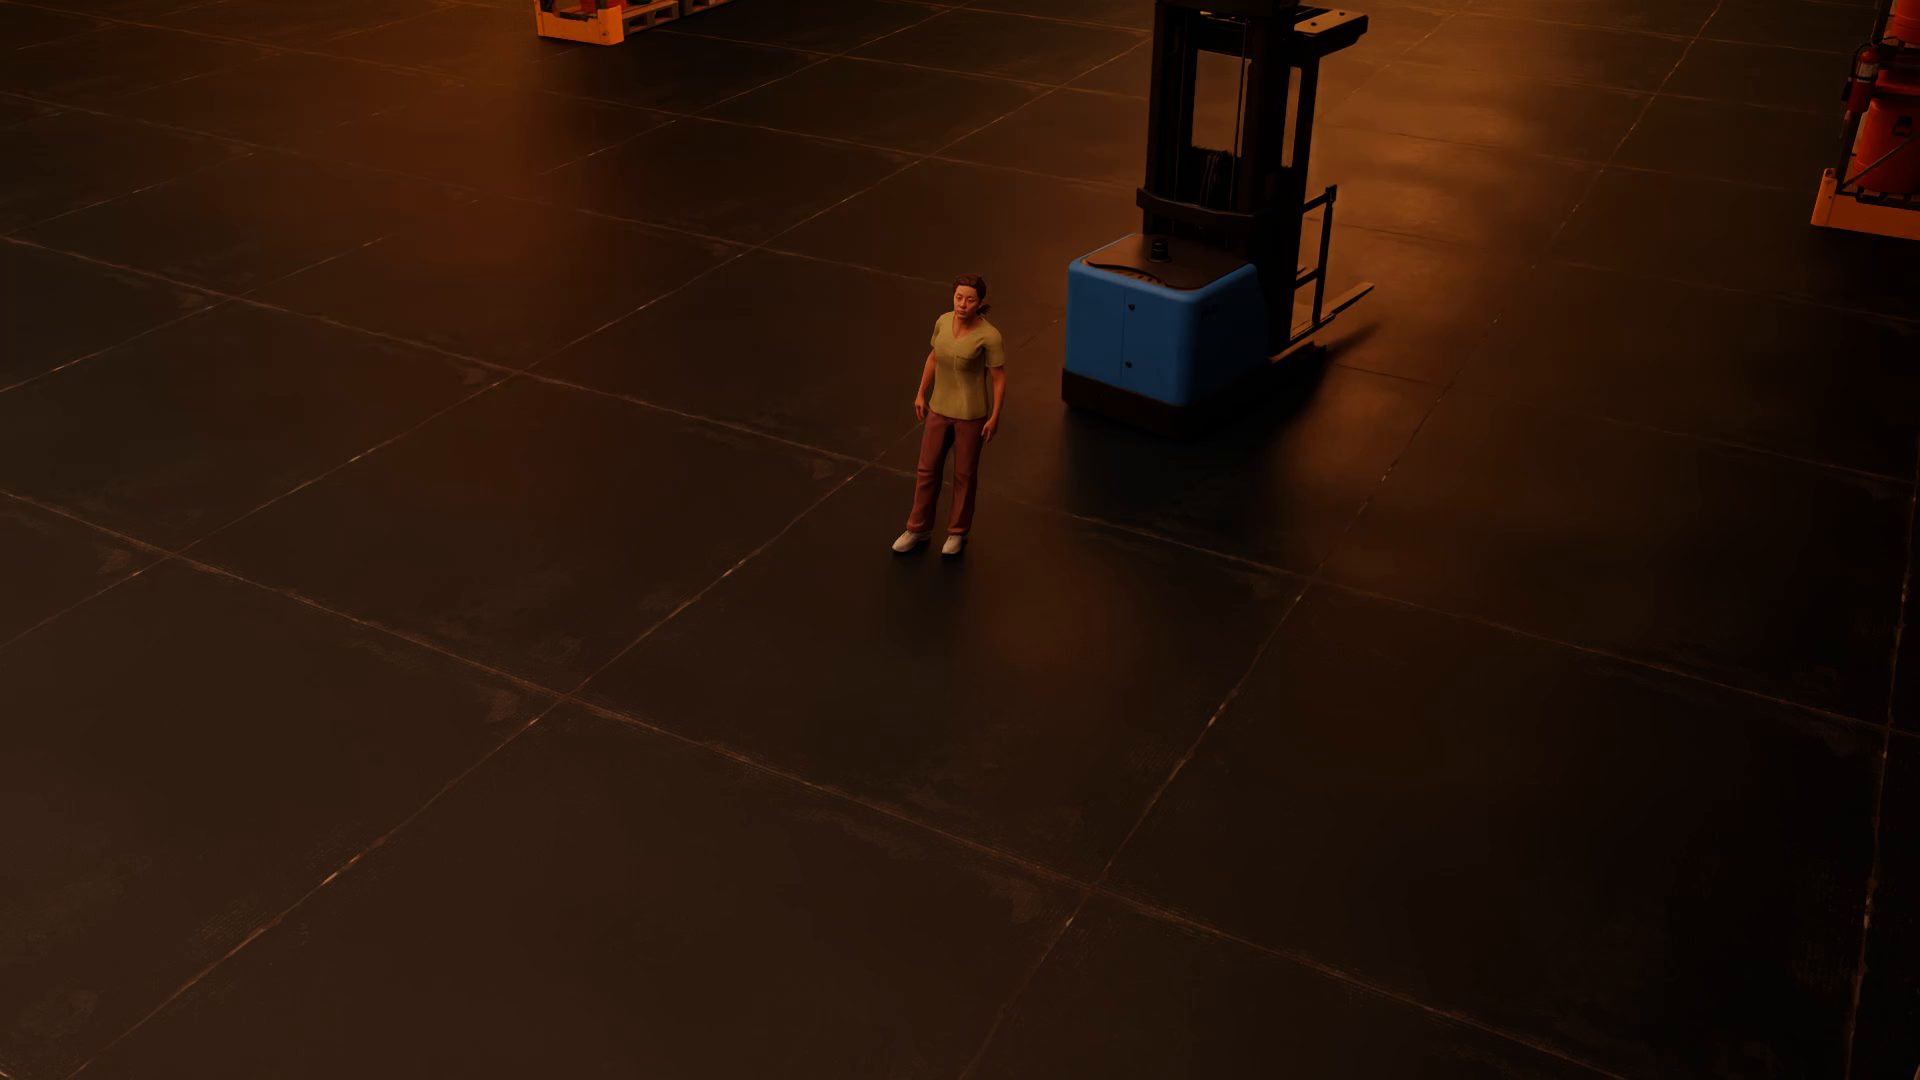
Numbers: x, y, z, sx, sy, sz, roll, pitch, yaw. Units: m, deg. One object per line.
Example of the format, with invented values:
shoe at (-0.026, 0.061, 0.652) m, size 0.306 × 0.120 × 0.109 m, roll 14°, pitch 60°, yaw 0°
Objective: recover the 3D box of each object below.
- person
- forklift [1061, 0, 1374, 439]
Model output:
person at (-0.046, -0.703, 9.529) m, size 0.553 × 1.673 × 0.548 m, roll 15°, pitch 33°, yaw 25°
forklift at (2.029, -2.602, 11.580) m, size 1.130 × 2.935 × 3.031 m, roll 22°, pitch 37°, yaw 33°
